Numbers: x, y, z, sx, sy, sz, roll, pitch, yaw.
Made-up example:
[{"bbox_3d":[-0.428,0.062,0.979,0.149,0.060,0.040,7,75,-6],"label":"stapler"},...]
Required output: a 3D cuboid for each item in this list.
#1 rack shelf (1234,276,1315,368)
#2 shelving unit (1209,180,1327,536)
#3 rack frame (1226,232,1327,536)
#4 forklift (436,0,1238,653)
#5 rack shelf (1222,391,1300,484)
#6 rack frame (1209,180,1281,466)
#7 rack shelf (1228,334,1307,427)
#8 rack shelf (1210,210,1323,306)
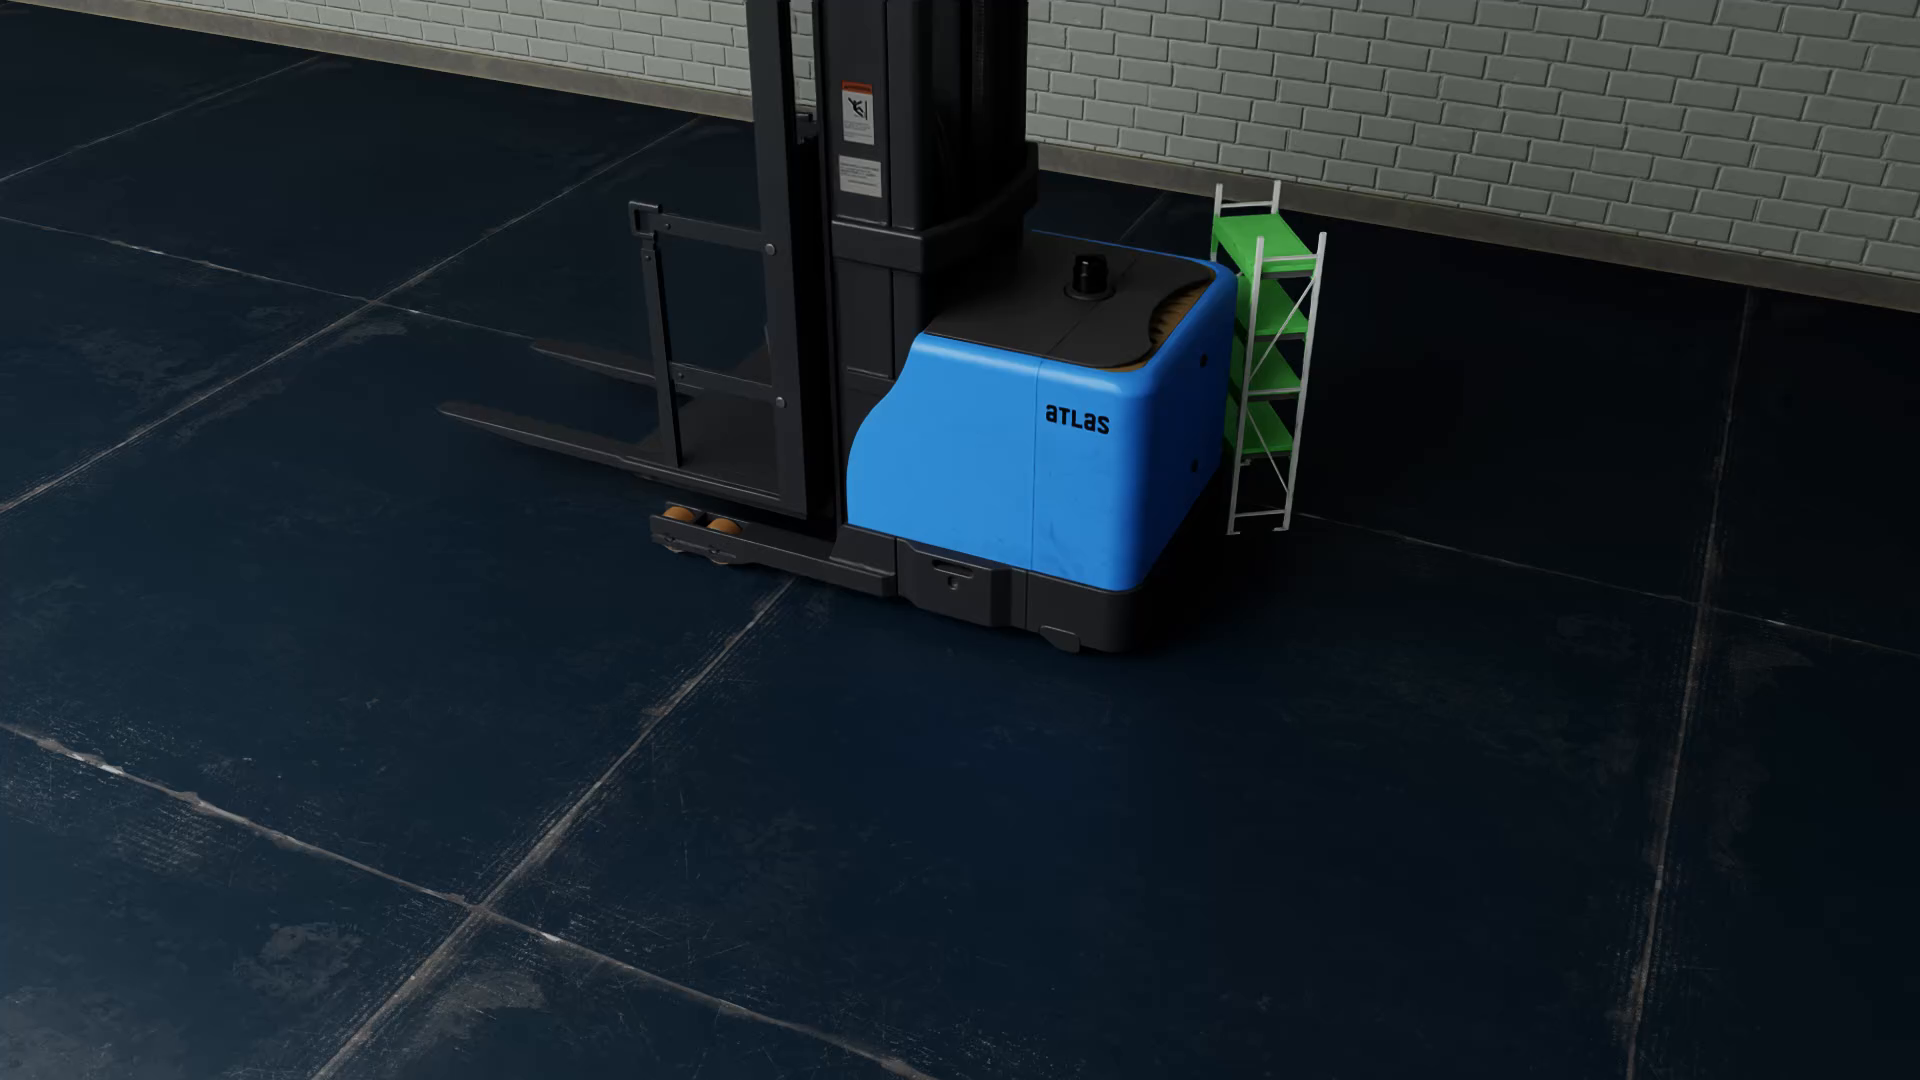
[{"bbox_3d":[1.088,-0.812,6.073,0.258,0.148,0.480,-5,34,-8],"label":"rack shelf"},{"bbox_3d":[1.088,-0.664,6.169,0.258,1.200,0.503,-5,34,-8],"label":"shelving unit"},{"bbox_3d":[1.127,-0.532,5.968,0.240,1.200,0.015,-5,34,-8],"label":"rack frame"},{"bbox_3d":[-0.584,-1.382,5.684,3.031,2.935,1.130,14,36,21],"label":"forklift"},{"bbox_3d":[1.088,-0.410,6.336,0.258,0.148,0.480,-5,34,-8],"label":"rack shelf"},{"bbox_3d":[1.049,-0.797,6.371,0.240,1.200,0.015,-5,34,-8],"label":"rack frame"},{"bbox_3d":[1.088,-0.611,6.204,0.258,0.148,0.480,-5,34,-8],"label":"rack shelf"},{"bbox_3d":[1.088,-1.012,5.941,0.258,0.148,0.480,-5,34,-8],"label":"rack shelf"}]
